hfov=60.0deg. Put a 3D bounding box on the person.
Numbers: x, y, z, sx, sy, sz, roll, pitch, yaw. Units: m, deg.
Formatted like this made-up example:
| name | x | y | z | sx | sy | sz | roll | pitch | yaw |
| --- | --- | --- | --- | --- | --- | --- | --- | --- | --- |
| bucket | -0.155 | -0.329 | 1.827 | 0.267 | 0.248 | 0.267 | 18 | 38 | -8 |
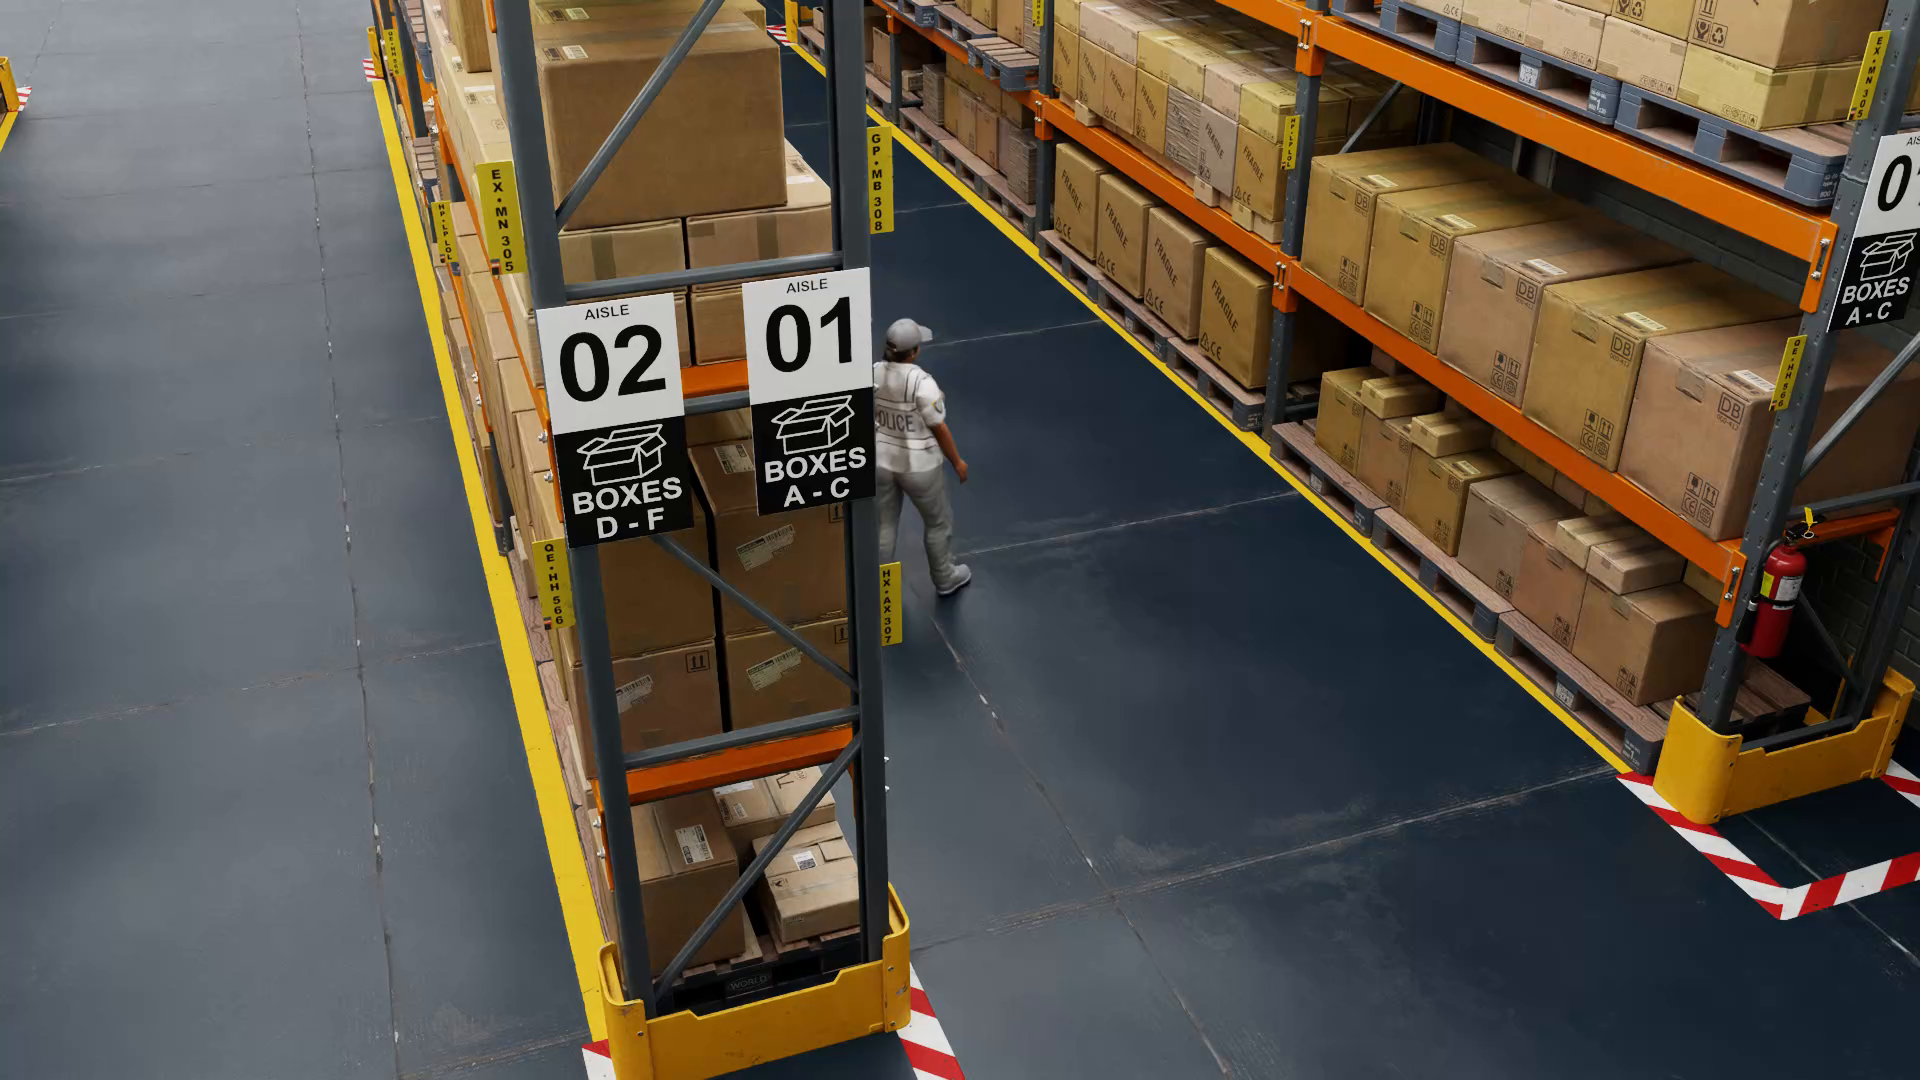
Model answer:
| name | x | y | z | sx | sy | sz | roll | pitch | yaw |
| --- | --- | --- | --- | --- | --- | --- | --- | --- | --- |
| person | -0.237 | -0.443 | 9.073 | 0.585 | 1.661 | 0.567 | 15 | 33 | 25 |
